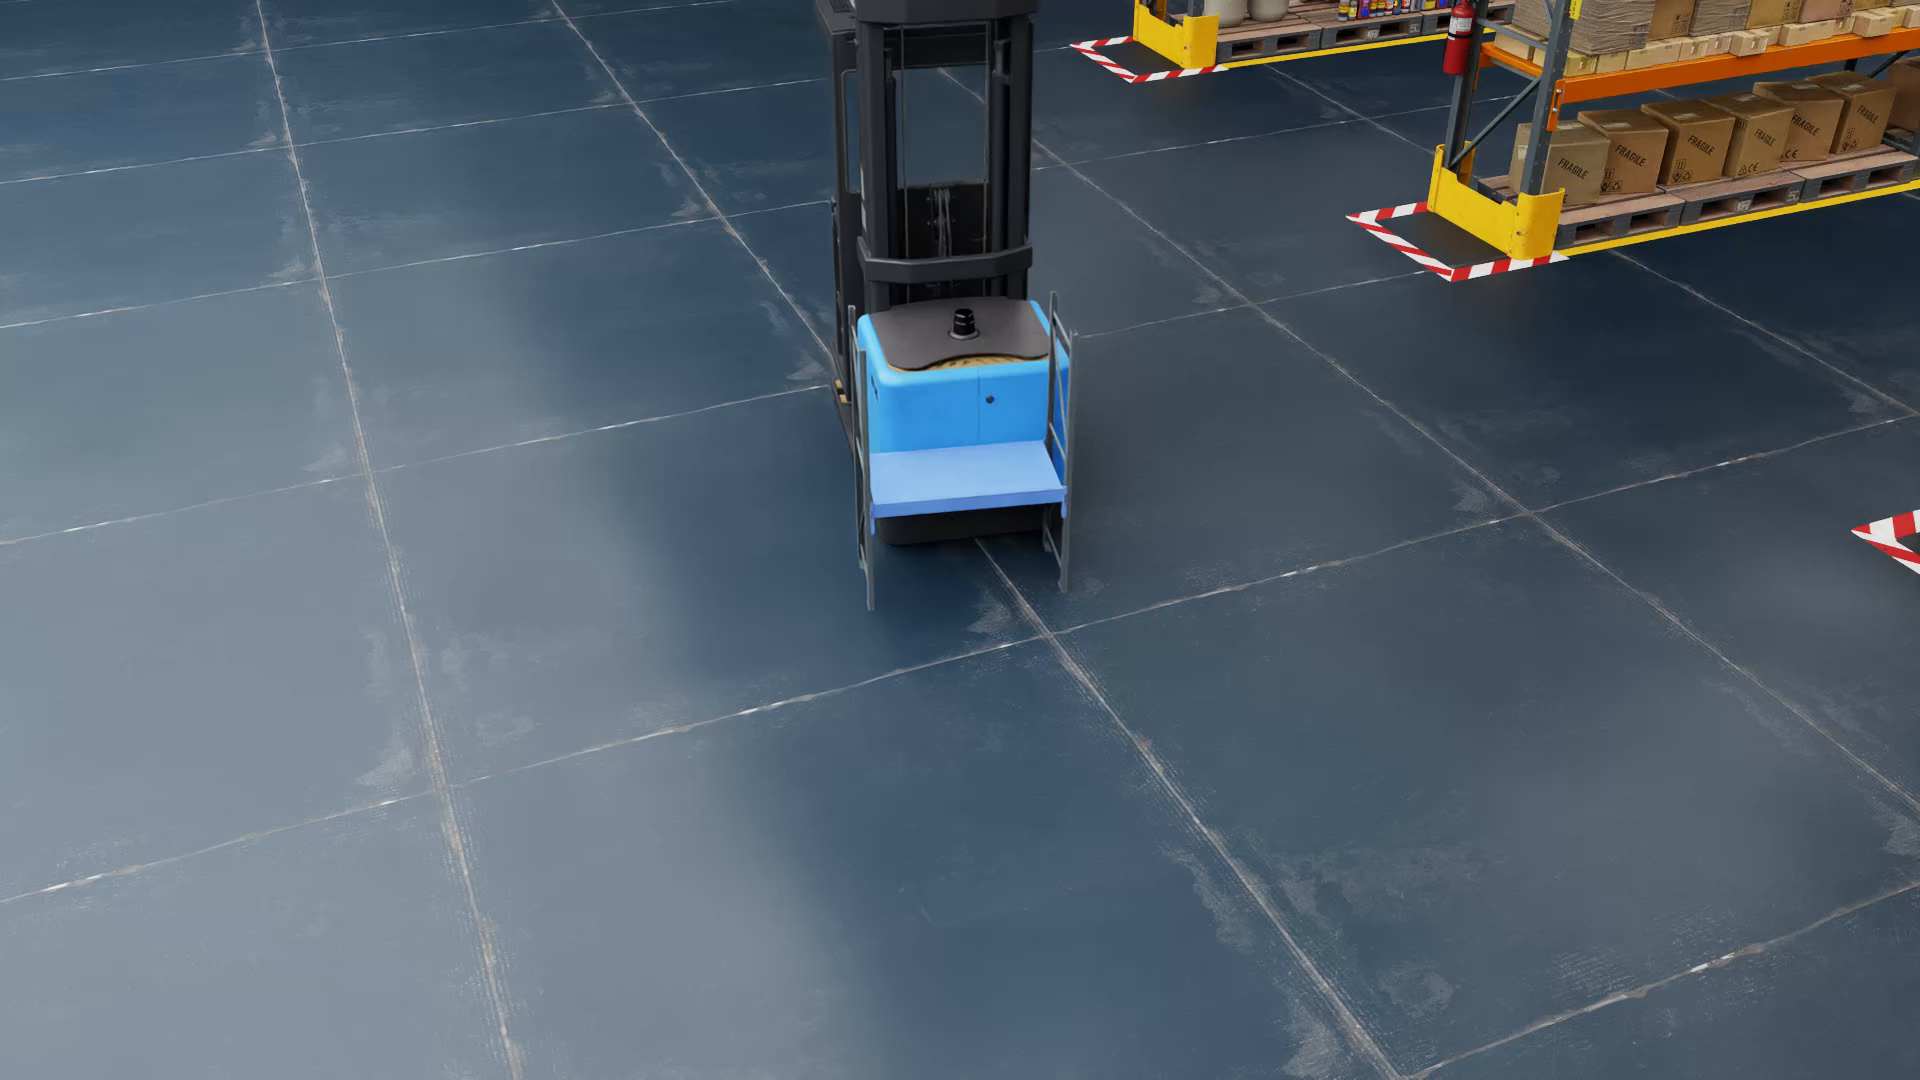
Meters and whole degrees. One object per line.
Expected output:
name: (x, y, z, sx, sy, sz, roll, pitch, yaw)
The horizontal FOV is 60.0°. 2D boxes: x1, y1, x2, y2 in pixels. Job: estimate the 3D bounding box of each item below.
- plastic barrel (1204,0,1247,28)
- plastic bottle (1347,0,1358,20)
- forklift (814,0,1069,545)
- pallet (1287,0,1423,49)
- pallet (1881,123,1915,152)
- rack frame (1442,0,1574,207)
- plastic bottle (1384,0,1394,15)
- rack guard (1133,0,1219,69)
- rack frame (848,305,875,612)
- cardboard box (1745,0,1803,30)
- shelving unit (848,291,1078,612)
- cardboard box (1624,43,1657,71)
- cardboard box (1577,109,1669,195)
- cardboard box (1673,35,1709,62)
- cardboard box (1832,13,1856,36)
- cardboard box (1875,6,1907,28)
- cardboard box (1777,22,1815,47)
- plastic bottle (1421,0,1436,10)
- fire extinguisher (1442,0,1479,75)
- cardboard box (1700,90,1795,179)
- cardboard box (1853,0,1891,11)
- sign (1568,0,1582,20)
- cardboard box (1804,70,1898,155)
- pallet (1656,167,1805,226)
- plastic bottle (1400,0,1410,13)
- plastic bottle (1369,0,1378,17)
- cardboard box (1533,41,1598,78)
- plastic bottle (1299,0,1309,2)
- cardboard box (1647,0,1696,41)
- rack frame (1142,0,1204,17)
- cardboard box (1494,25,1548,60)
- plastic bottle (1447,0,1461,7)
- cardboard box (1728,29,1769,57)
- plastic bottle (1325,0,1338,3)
plastic barrel: (2.666, -5.439, 16.673, 0.421, 0.512, 0.421, 0, 33, 0)
plastic bottle: (3.977, -5.388, 16.860, 0.097, 0.201, 0.097, 0, 33, 0)
forklift: (-0.200, -1.997, 9.550, 1.130, 2.935, 3.031, -6, 34, -10)
pallet: (4.015, -5.423, 17.310, 1.213, 0.211, 1.003, -13, 35, -19)
pallet: (8.412, -3.478, 14.320, 1.213, 0.211, 1.003, -13, 35, -19)
rack frame: (4.007, -3.638, 12.008, 0.127, 3.000, 1.000, -13, 35, -19)
plastic bottle: (4.381, -5.480, 17.003, 0.097, 0.201, 0.097, 0, 33, 0)
rack guard: (2.141, -5.120, 16.579, 0.348, 0.500, 1.175, -13, 35, -19)
rack frame: (-0.495, -0.392, 8.396, 0.032, 1.500, 0.500, -5, 33, -8)
cardboard box: (5.882, -4.256, 12.594, 0.500, 0.500, 0.875, -13, 35, -19)
shelving unit: (0.007, -0.437, 8.464, 1.048, 1.500, 0.538, -5, 33, -8)
cardboard box: (4.836, -3.561, 12.121, 0.250, 0.149, 0.380, -13, 35, -19)
cardboard box: (5.127, -3.033, 12.986, 0.500, 0.500, 0.500, -4, 33, -6)
cardboard box: (5.292, -3.673, 12.294, 0.250, 0.149, 0.380, -13, 35, -19)
cardboard box: (6.653, -4.018, 12.823, 0.250, 0.149, 0.380, -13, 35, -19)
cardboard box: (7.122, -4.113, 12.969, 0.250, 0.149, 0.380, -13, 35, -19)
cardboard box: (6.221, -3.874, 12.602, 0.250, 0.149, 0.380, -13, 35, -19)
plastic bottle: (4.820, -5.657, 17.138, 0.185, 0.351, 0.144, -13, 35, -19)
fire extinguisher: (3.723, -3.813, 12.348, 0.183, 0.674, 0.296, -13, 35, -19)
cardboard box: (6.243, -3.251, 13.321, 0.500, 0.500, 0.500, -16, 36, -23)
cardboard box: (6.781, -4.497, 12.965, 0.500, 0.500, 0.875, -13, 35, -19)
sign: (4.217, -3.728, 11.353, 0.005, 0.325, 0.100, -13, 35, -19)
cardboard box: (7.310, -3.546, 13.775, 0.500, 0.500, 0.500, -14, 36, -20)
pallet: (5.962, -2.894, 13.422, 1.213, 0.211, 1.003, -13, 35, -19)
plastic bottle: (4.571, -5.524, 17.069, 0.097, 0.201, 0.097, 0, 33, 0)
plastic bottle: (4.197, -5.468, 16.919, 0.097, 0.271, 0.097, 0, 33, 0)
cardboard box: (4.362, -3.473, 11.985, 0.250, 0.149, 0.380, -13, 35, -19)
plastic bottle: (3.613, -5.748, 17.414, 0.097, 0.201, 0.097, 0, 33, 0)
cardboard box: (4.939, -4.072, 12.312, 0.500, 0.500, 0.875, -13, 35, -19)
rack frame: (2.089, -6.128, 15.836, 0.127, 3.000, 1.000, -13, 35, -19)
cardboard box: (4.189, -3.696, 12.329, 0.250, 0.149, 0.380, -13, 35, -19)
plastic bottle: (5.118, -5.725, 17.243, 0.185, 0.351, 0.144, -15, 36, -21)
cardboard box: (5.782, -3.741, 12.397, 0.250, 0.149, 0.380, -13, 35, -19)
plastic bottle: (3.898, -5.768, 17.370, 0.133, 0.283, 0.061, -13, 35, -19)
